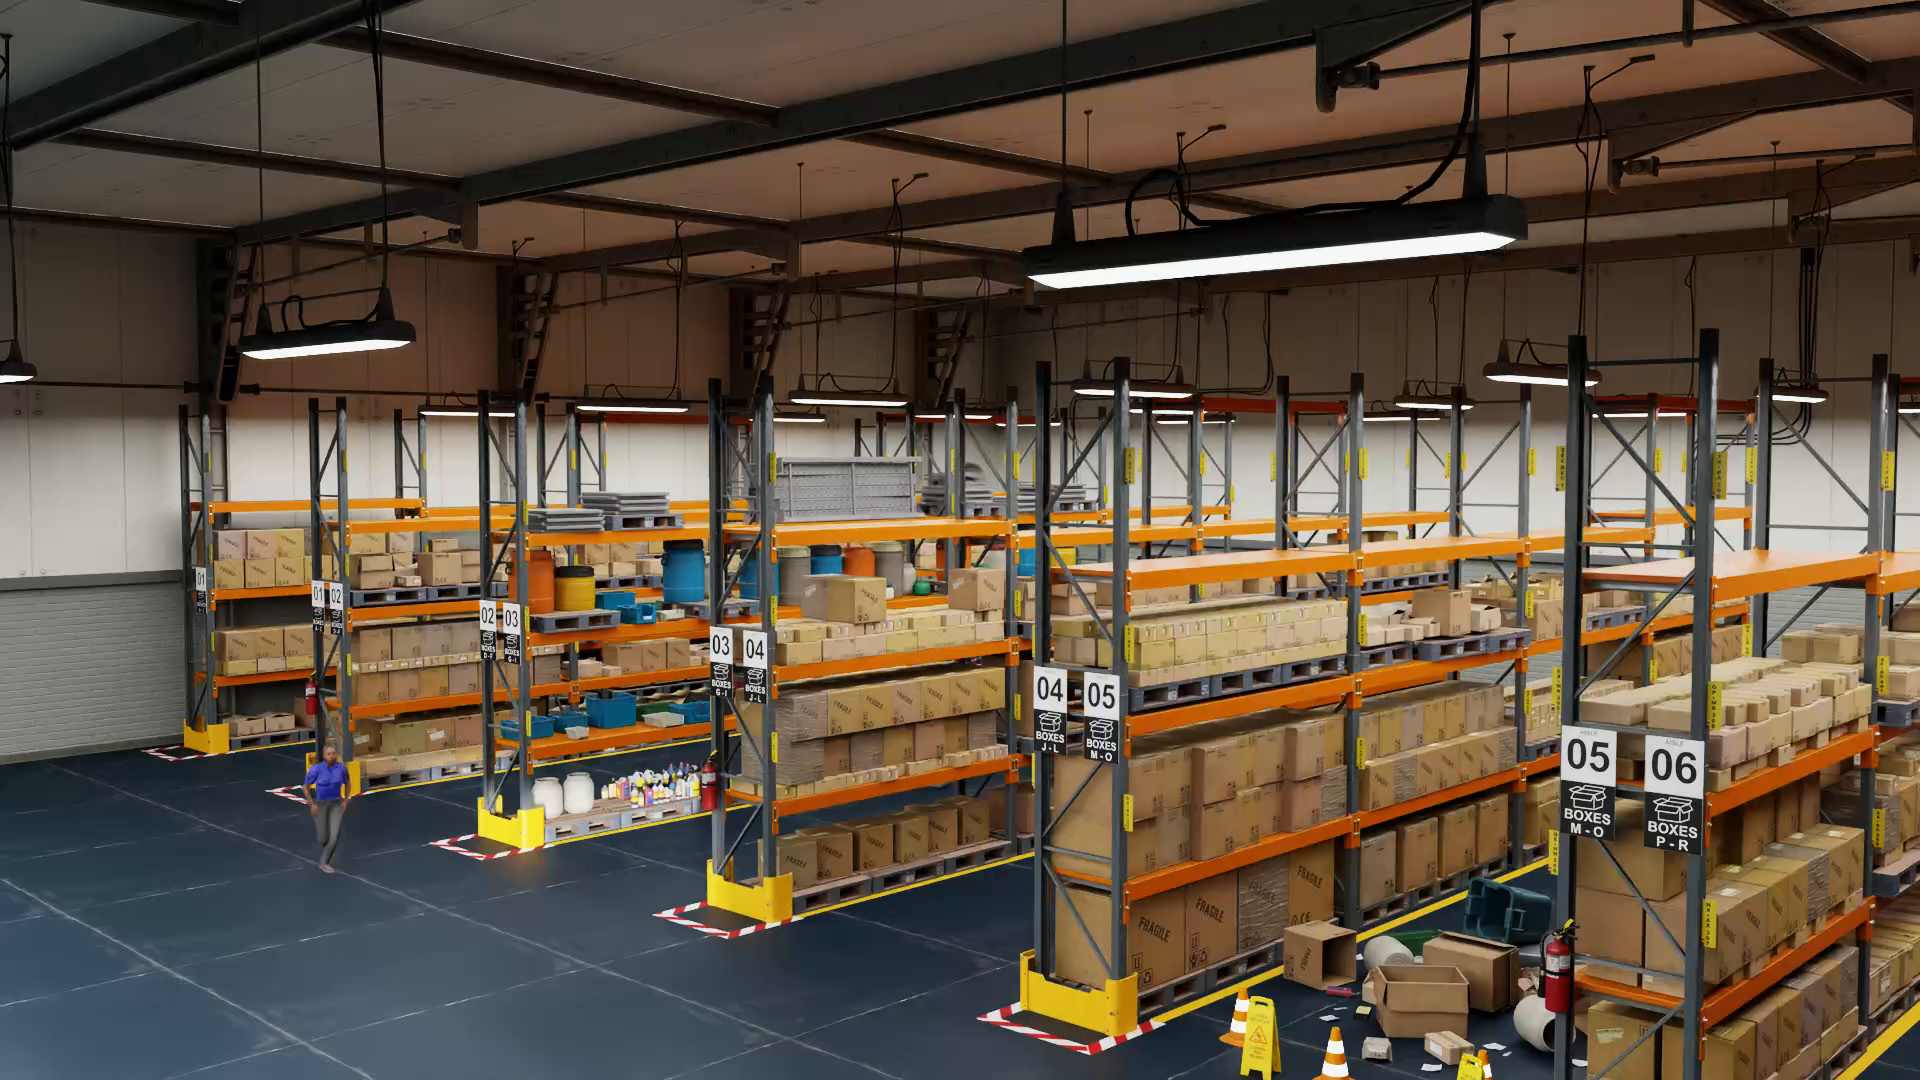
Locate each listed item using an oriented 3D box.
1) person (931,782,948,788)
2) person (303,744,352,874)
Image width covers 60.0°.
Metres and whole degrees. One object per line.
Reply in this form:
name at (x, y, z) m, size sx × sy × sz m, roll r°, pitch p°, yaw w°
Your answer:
person at (-0.432, 2.971, 25.409) m, size 0.655 × 1.664 × 0.691 m, roll -3°, pitch 4°, yaw -42°
person at (-7.815, 3.300, 20.549) m, size 0.571 × 1.585 × 0.529 m, roll -2°, pitch 3°, yaw -29°
